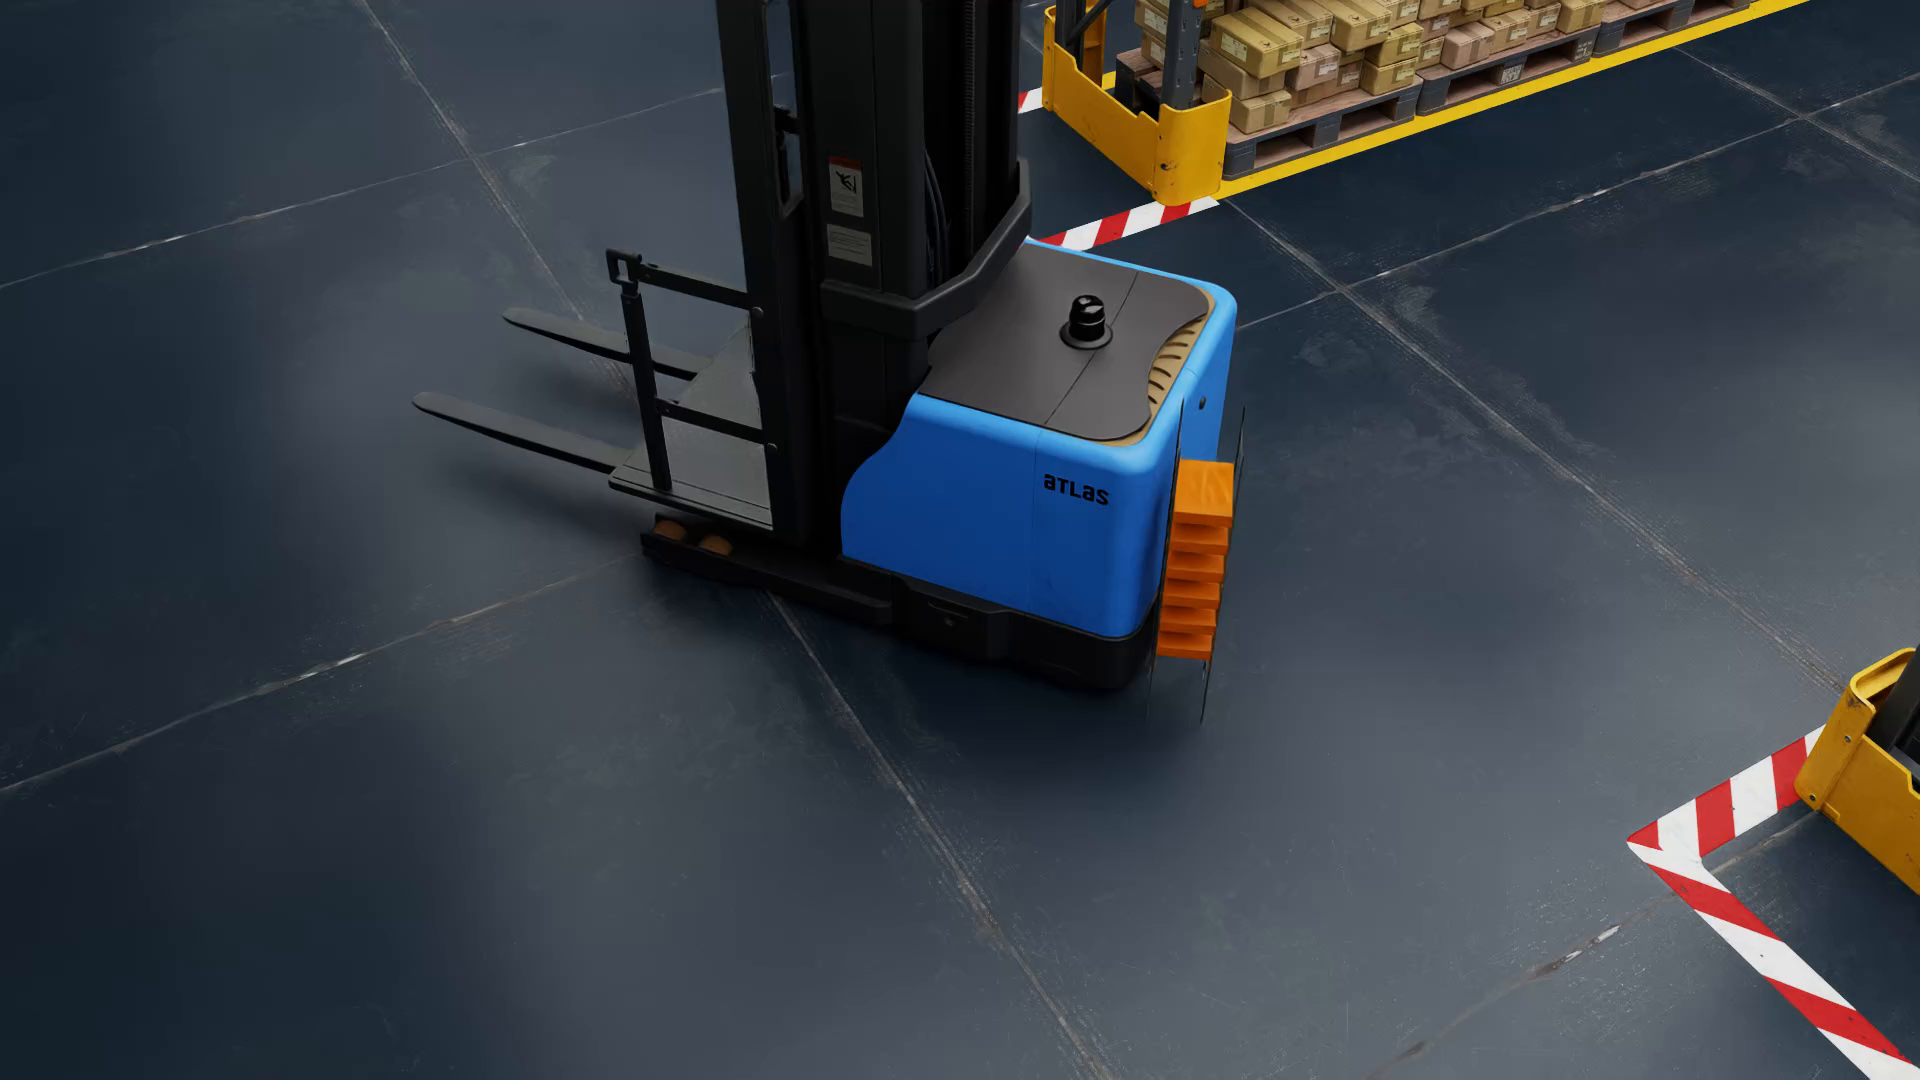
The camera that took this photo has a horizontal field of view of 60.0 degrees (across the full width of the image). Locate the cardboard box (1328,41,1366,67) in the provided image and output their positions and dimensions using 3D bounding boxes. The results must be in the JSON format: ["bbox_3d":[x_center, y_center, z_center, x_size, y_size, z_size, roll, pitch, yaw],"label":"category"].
[{"bbox_3d":[1.785,-2.485,8.188,0.250,0.149,0.380,-21,48,-20],"label":"cardboard box"}]

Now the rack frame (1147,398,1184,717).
[{"bbox_3d":[0.650,0.088,5.297,0.006,1.200,0.240,5,45,6],"label":"rack frame"}]

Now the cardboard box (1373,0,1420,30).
[{"bbox_3d":[2.028,-2.656,8.152,0.250,0.149,0.380,-24,49,-23],"label":"cardboard box"}]

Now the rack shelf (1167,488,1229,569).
[{"bbox_3d":[0.741,-0.043,5.151,0.180,0.103,0.258,5,45,6],"label":"rack shelf"}]

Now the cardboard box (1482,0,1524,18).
[{"bbox_3d":[2.698,-2.865,8.580,0.250,0.149,0.380,-20,47,-19],"label":"cardboard box"}]

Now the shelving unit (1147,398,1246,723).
[{"bbox_3d":[0.741,0.097,5.288,0.189,1.200,0.258,5,45,6],"label":"shelving unit"}]

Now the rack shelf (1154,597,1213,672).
[{"bbox_3d":[0.741,0.300,5.487,0.180,0.103,0.258,5,45,6],"label":"rack shelf"}]

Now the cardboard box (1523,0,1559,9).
[{"bbox_3d":[2.951,-2.931,8.649,0.250,0.149,0.380,-24,49,-23],"label":"cardboard box"}]

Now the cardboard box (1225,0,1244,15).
[{"bbox_3d":[1.349,-2.755,8.253,0.250,0.149,0.380,-21,48,-20],"label":"cardboard box"}]

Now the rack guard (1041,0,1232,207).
[{"bbox_3d":[0.835,-2.154,8.110,0.348,0.500,1.175,-22,48,-21],"label":"rack guard"}]

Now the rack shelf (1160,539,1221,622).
[{"bbox_3d":[0.741,0.128,5.319,0.180,0.103,0.258,5,45,6],"label":"rack shelf"}]

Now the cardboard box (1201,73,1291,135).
[{"bbox_3d":[1.383,-2.140,8.047,0.250,0.149,0.380,-21,48,-20],"label":"cardboard box"}]

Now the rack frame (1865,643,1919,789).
[{"bbox_3d":[3.153,0.006,4.090,0.127,3.000,1.000,-22,48,-21],"label":"rack frame"}]

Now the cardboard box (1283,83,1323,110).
[{"bbox_3d":[1.569,-2.281,8.192,0.250,0.149,0.380,-22,48,-21],"label":"cardboard box"}]

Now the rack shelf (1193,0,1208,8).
[{"bbox_3d":[2.504,-3.460,8.178,4.000,0.370,1.077,-22,48,-21],"label":"rack shelf"}]

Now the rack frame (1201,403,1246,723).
[{"bbox_3d":[0.832,0.105,5.279,0.006,1.200,0.240,5,45,6],"label":"rack frame"}]

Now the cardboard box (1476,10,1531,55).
[{"bbox_3d":[2.718,-2.685,8.609,0.250,0.149,0.380,-22,48,-21],"label":"cardboard box"}]

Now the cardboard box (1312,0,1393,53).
[{"bbox_3d":[1.854,-2.520,8.012,0.250,0.149,0.380,-22,48,-21],"label":"cardboard box"}]

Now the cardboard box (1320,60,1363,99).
[{"bbox_3d":[1.781,-2.371,8.285,0.250,0.149,0.380,-21,48,-21],"label":"cardboard box"}]

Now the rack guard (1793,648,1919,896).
[{"bbox_3d":[3.132,0.911,4.952,0.348,0.500,1.175,-22,48,-21],"label":"rack guard"}]

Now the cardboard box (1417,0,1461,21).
[{"bbox_3d":[2.273,-2.747,8.245,0.250,0.149,0.380,-20,48,-19],"label":"cardboard box"}]

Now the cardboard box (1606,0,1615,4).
[{"bbox_3d":[3.315,-3.010,8.943,0.250,0.149,0.380,-23,49,-22],"label":"cardboard box"}]

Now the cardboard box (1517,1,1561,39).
[{"bbox_3d":[2.910,-2.789,8.715,0.250,0.149,0.380,-21,48,-20],"label":"cardboard box"}]

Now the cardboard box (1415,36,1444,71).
[{"bbox_3d":[2.231,-2.540,8.458,0.250,0.149,0.380,-22,48,-21],"label":"cardboard box"}]

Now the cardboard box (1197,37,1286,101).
[{"bbox_3d":[1.352,-2.285,7.983,0.250,0.149,0.380,-20,48,-19],"label":"cardboard box"}]

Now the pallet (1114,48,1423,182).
[{"bbox_3d":[1.557,-2.311,8.479,1.213,0.211,1.003,-22,48,-21],"label":"pallet"}]

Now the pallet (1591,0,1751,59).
[{"bbox_3d":[3.673,-3.157,9.352,1.213,0.211,1.003,-22,48,-21],"label":"pallet"}]

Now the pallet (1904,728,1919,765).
[{"bbox_3d":[3.807,0.682,5.396,1.213,0.211,1.003,-22,48,-21],"label":"pallet"}]

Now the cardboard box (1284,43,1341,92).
[{"bbox_3d":[1.617,-2.346,8.046,0.250,0.149,0.380,-22,48,-21],"label":"cardboard box"}]

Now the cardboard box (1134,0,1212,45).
[{"bbox_3d":[1.085,-2.614,8.322,0.250,0.149,0.380,-23,49,-22],"label":"cardboard box"}]

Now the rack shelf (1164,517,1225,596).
[{"bbox_3d":[0.741,0.043,5.235,0.180,0.103,0.258,5,45,6],"label":"rack shelf"}]

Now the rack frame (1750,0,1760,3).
[{"bbox_3d":[4.238,-4.412,8.642,0.127,3.000,1.000,-22,48,-21],"label":"rack frame"}]

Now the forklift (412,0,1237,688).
[{"bbox_3d":[-0.620,-1.227,5.410,3.031,2.935,1.130,17,47,16],"label":"forklift"}]

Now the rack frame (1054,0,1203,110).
[{"bbox_3d":[0.769,-3.024,7.212,0.127,3.000,1.000,-22,48,-21],"label":"rack frame"}]

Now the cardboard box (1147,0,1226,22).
[{"bbox_3d":[1.102,-2.702,8.199,0.250,0.149,0.380,-21,48,-20],"label":"cardboard box"}]

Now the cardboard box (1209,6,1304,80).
[{"bbox_3d":[1.393,-2.342,7.828,0.250,0.149,0.380,-24,49,-23],"label":"cardboard box"}]

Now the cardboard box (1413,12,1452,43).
[{"bbox_3d":[2.245,-2.658,8.367,0.250,0.149,0.380,-24,49,-23],"label":"cardboard box"}]

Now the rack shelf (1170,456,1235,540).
[{"bbox_3d":[0.741,-0.129,5.068,0.180,0.103,0.258,5,45,6],"label":"rack shelf"}]

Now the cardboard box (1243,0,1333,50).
[{"bbox_3d":[1.572,-2.510,8.001,0.250,0.149,0.380,-21,48,-20],"label":"cardboard box"}]

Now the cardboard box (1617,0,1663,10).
[{"bbox_3d":[3.603,-3.028,8.961,0.250,0.149,0.380,-23,49,-22],"label":"cardboard box"}]

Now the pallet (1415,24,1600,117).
[{"bbox_3d":[2.614,-2.731,8.912,1.213,0.211,1.003,-22,48,-21],"label":"pallet"}]

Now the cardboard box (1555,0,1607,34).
[{"bbox_3d":[3.170,-2.839,8.767,0.250,0.149,0.380,-22,48,-21],"label":"cardboard box"}]

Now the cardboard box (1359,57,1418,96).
[{"bbox_3d":[2.058,-2.394,8.308,0.250,0.149,0.380,-21,48,-20],"label":"cardboard box"}]

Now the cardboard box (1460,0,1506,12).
[{"bbox_3d":[2.524,-2.811,8.311,0.250,0.149,0.380,-21,48,-20],"label":"cardboard box"}]

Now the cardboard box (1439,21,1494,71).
[{"bbox_3d":[2.491,-2.573,8.493,0.250,0.149,0.380,-24,49,-23],"label":"cardboard box"}]

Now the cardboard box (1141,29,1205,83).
[{"bbox_3d":[1.122,-2.461,8.377,0.250,0.149,0.380,-21,48,-20],"label":"cardboard box"}]

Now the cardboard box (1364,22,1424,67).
[{"bbox_3d":[2.062,-2.508,8.213,0.250,0.149,0.380,-20,48,-20],"label":"cardboard box"}]

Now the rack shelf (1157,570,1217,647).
[{"bbox_3d":[0.741,0.214,5.403,0.180,0.103,0.258,5,45,6],"label":"rack shelf"}]

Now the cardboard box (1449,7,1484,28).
[{"bbox_3d":[2.459,-2.777,8.489,0.250,0.149,0.380,-19,47,-19],"label":"cardboard box"}]
